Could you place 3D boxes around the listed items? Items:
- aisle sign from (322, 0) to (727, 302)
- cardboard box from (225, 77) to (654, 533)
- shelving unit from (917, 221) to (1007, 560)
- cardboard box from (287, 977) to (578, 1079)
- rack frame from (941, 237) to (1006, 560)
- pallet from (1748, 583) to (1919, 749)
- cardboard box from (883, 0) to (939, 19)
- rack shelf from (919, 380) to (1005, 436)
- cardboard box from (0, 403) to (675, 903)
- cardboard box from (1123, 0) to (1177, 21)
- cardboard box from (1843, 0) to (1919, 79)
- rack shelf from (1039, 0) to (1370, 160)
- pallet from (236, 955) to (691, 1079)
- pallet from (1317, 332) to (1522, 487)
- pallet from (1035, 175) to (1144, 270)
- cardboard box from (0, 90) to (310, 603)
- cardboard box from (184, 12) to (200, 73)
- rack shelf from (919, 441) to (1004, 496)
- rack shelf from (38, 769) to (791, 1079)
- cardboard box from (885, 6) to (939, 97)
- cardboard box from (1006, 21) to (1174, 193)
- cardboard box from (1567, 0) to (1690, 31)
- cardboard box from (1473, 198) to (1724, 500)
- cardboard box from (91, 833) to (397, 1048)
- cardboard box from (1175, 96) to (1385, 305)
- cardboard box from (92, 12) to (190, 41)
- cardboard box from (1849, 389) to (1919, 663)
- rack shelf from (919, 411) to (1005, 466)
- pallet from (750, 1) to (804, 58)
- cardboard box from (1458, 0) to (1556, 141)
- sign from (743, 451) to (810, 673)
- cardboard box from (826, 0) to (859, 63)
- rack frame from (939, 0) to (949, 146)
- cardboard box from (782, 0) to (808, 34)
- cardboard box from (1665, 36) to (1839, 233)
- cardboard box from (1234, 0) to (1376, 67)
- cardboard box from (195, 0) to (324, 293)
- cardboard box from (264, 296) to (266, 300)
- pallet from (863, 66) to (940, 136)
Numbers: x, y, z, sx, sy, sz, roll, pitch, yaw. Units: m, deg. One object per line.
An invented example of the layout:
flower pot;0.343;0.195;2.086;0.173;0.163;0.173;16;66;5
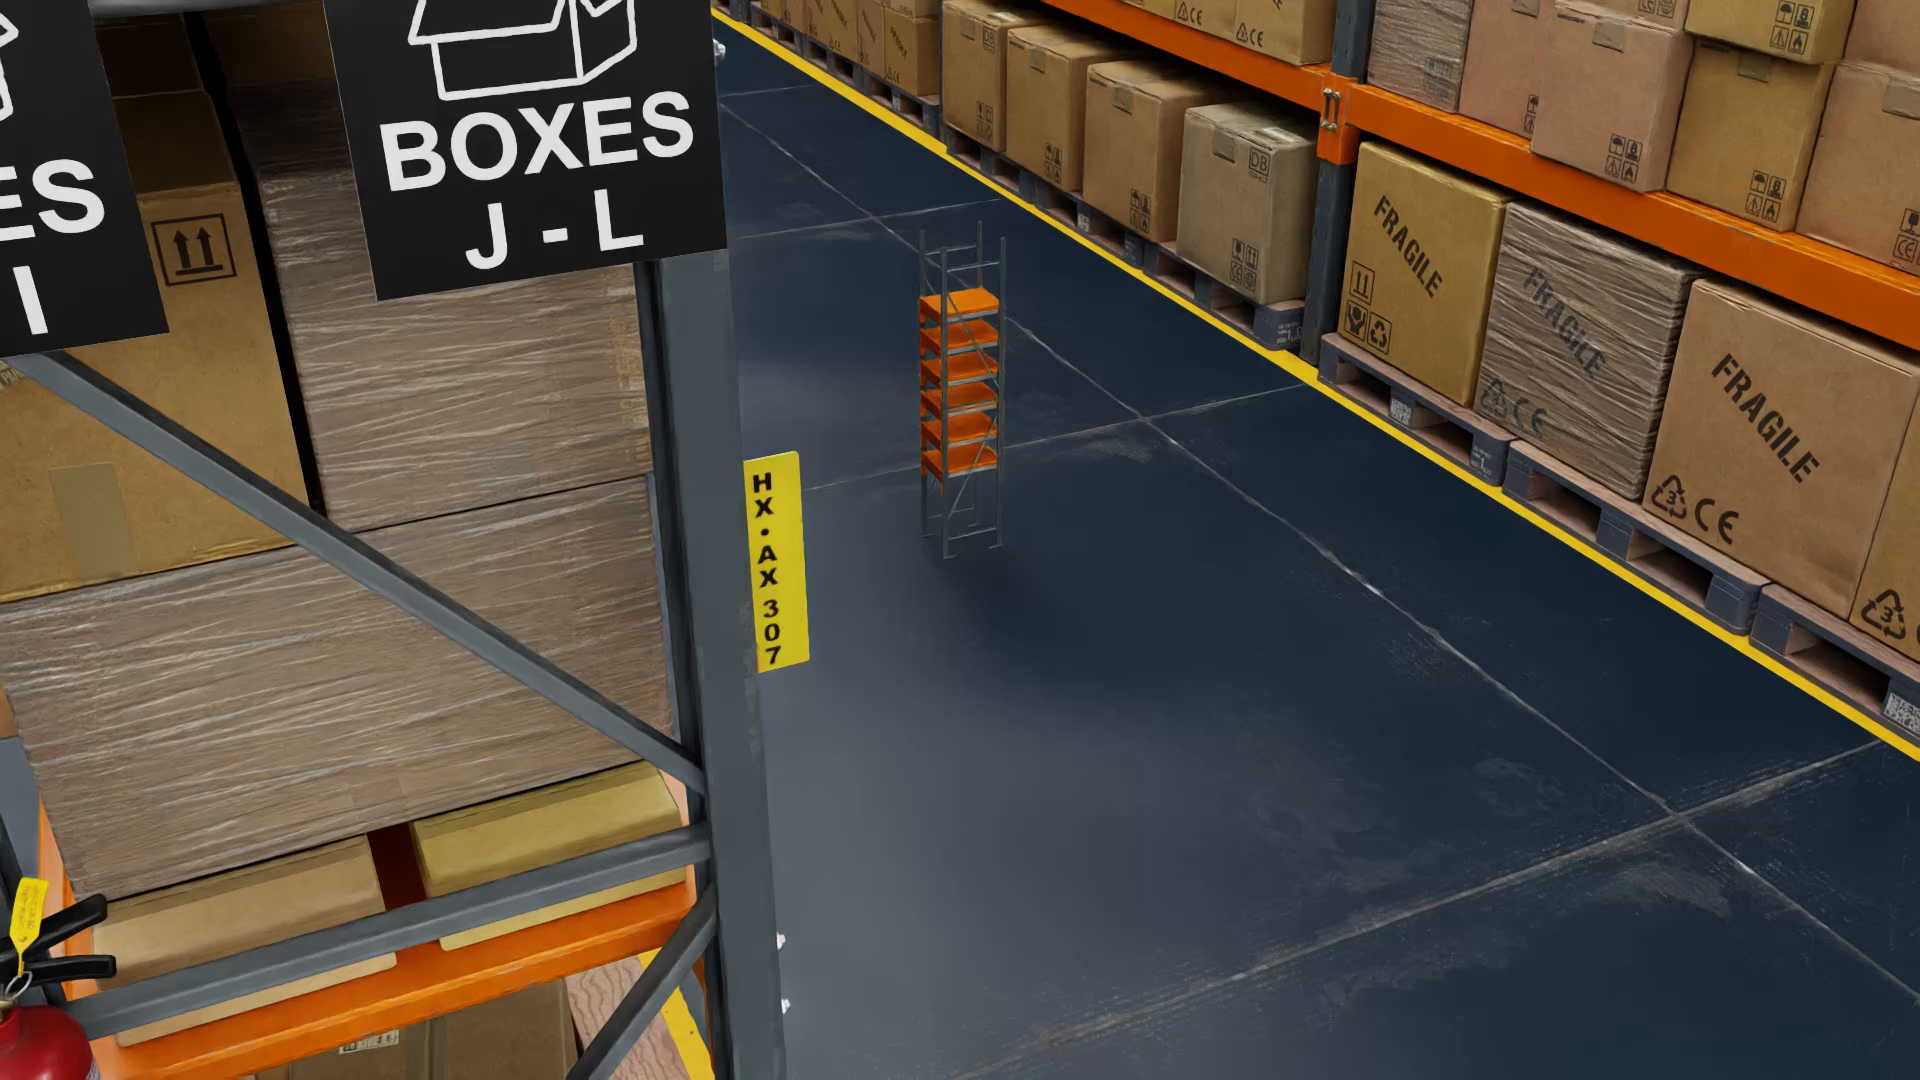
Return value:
aisle sign;-0.449;-0.642;1.670;0.394;0.787;0.004;-13;32;-22
cardboard box;-0.737;-0.382;2.436;0.500;0.500;0.500;-13;32;-22
shelving unit;0.006;-0.517;5.945;0.258;1.200;0.189;-13;32;-22
cardboard box;-1.000;1.155;3.249;0.500;0.500;0.500;-7;30;-13
rack frame;0.046;-0.477;5.873;0.240;1.200;0.006;-13;32;-22
pallet;3.362;0.410;5.302;1.003;0.211;1.213;-13;32;-22
cardboard box;-0.188;-3.670;11.088;0.500;0.250;0.500;-14;32;-23
rack shelf;0.006;-0.478;5.967;0.258;0.103;0.180;-13;32;-22
cardboard box;-0.958;0.106;2.588;0.875;0.500;0.500;-13;32;-22
cardboard box;1.160;-2.900;8.253;0.500;0.500;0.500;-13;32;-21
cardboard box;3.215;-1.677;4.917;0.875;0.550;0.550;-13;32;-22
rack shelf;1.201;-2.806;8.922;1.077;0.370;4.000;-13;32;-22
pallet;-1.096;1.344;3.637;1.003;0.211;1.213;-13;32;-22
pallet;2.315;-0.667;7.224;1.003;0.211;1.213;-13;32;-22
pallet;1.132;-1.884;9.395;1.003;0.211;1.213;-13;32;-22
cardboard box;-1.206;-0.273;2.241;0.500;0.500;0.500;-13;32;-22
cardboard box;-1.593;-1.266;4.012;0.500;0.500;0.500;-13;32;-22
rack shelf;0.006;-0.269;6.084;0.258;0.103;0.180;-13;32;-22
rack shelf;-1.605;-0.042;3.994;1.077;0.370;4.000;-13;32;-22
cardboard box;-0.177;-3.332;11.251;0.500;0.500;0.500;-13;32;-22
cardboard box;0.900;-2.532;9.569;1.050;0.750;0.750;-13;32;-21
cardboard box;2.635;-2.116;5.700;0.875;0.550;0.550;-13;32;-22
cardboard box;2.656;-0.803;6.357;0.875;0.875;0.875;-13;32;-22
cardboard box;-1.056;0.555;2.451;0.380;0.149;0.250;-13;32;-22
cardboard box;1.711;-1.693;8.074;1.050;0.750;0.750;-13;32;-22
cardboard box;-1.638;-0.714;3.028;0.500;0.500;0.500;-13;32;-22
cardboard box;3.426;-0.011;4.946;0.875;0.875;0.875;-13;32;-22
rack shelf;0.006;-0.374;6.026;0.258;0.103;0.180;-13;32;-22
pallet;-1.040;-4.210;13.542;1.003;0.211;1.213;-13;32;-22
cardboard box;2.485;-1.903;6.423;0.875;0.550;0.550;-13;32;-22
sign;-0.257;0.036;2.234;0.100;0.325;0.005;-13;32;-22
cardboard box;-0.638;-3.792;12.072;0.500;0.500;0.500;-15;32;-24
rack frame;0.342;-4.003;10.322;1.000;3.000;0.127;-13;32;-22
cardboard box;-1.069;-4.247;12.884;0.500;0.500;0.500;-12;31;-20
cardboard box;2.928;-1.426;5.574;0.875;0.550;0.500;-13;32;-22
cardboard box;1.594;-2.454;7.457;0.500;0.500;0.500;-13;32;-22
cardboard box;-1.161;-0.825;3.226;0.500;0.500;0.500;-13;32;-22
cardboard box;-1.457;-0.320;3.347;0.875;0.500;0.500;-13;32;-22
pallet;0.008;-3.132;11.620;1.003;0.211;1.213;-13;32;-22
